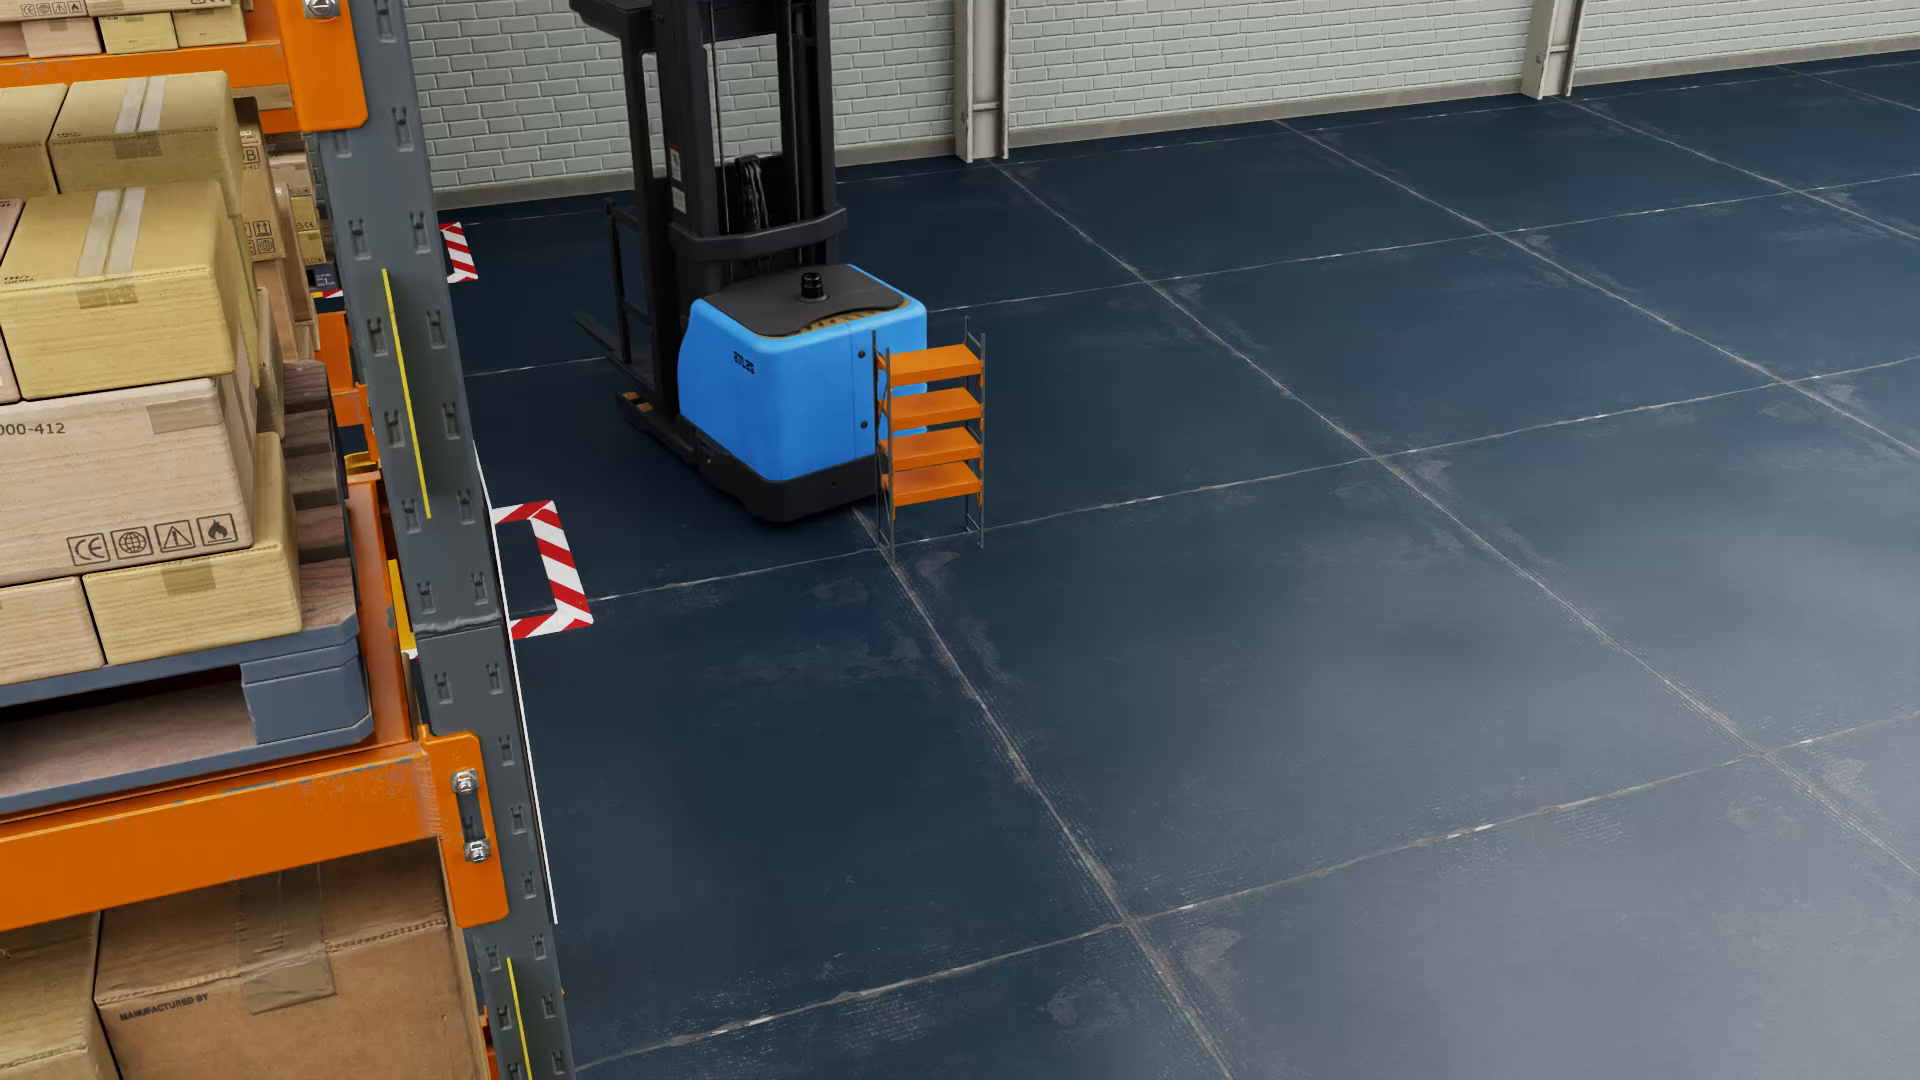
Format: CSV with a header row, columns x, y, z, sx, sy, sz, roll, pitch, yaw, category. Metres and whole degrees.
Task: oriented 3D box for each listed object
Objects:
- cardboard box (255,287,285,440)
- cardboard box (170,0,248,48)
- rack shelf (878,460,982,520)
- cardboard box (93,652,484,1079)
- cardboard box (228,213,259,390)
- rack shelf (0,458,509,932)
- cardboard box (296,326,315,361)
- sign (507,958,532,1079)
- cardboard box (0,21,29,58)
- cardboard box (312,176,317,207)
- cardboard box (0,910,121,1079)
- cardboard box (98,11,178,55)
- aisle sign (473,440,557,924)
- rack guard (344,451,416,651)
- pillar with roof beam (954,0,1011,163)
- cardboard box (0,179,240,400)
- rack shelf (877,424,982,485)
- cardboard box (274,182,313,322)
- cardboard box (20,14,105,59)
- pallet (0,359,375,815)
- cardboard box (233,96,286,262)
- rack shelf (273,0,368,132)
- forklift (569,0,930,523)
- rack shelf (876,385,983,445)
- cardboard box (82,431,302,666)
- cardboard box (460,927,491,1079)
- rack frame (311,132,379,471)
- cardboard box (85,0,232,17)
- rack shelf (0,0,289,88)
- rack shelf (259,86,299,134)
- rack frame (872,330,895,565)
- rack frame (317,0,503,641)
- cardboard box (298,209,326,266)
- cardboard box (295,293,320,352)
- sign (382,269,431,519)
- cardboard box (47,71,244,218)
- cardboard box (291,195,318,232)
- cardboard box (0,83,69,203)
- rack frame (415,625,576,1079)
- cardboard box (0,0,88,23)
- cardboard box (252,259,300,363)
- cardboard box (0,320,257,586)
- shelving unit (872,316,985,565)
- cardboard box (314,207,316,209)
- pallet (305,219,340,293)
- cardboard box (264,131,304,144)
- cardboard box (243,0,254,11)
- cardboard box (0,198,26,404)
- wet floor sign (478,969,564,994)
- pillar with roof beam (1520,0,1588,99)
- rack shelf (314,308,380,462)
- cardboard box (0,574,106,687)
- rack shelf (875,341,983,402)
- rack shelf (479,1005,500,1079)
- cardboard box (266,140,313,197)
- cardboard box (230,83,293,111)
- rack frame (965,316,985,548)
x,y,z,sx,sy,sz,roll,pitch,yaw,category
-1.345,-0.302,2.948,0.250,0.149,0.380,-10,31,-17,cardboard box
-2.969,-2.074,6.584,0.250,0.149,0.380,-10,31,-17,cardboard box
-0.155,-0.262,8.534,0.480,0.148,0.258,-10,31,-18,rack shelf
-1.273,0.720,3.215,0.550,0.550,0.875,-10,31,-18,cardboard box
-1.454,-0.421,2.755,0.500,0.250,0.500,-11,31,-18,cardboard box
-2.786,0.562,2.429,4.000,0.370,1.077,-10,31,-18,rack shelf
-3.008,-0.798,7.375,0.250,0.149,0.380,-9,31,-16,cardboard box
-0.736,0.856,2.809,0.005,0.325,0.100,-10,31,-18,sign
-3.713,-1.973,6.407,0.250,0.149,0.380,-10,31,-17,cardboard box
-4.980,-2.594,12.121,0.500,0.250,0.500,-10,31,-17,cardboard box
-1.756,0.857,2.973,0.550,0.550,0.875,-10,31,-18,cardboard box
-3.191,-2.016,6.482,0.250,0.149,0.380,-10,31,-17,cardboard box
-0.741,0.205,2.734,0.004,0.787,0.394,-10,31,-18,aisle sign
-2.804,0.028,8.196,0.348,0.500,1.175,-10,31,-18,rack guard
1.691,-5.317,8.991,0.400,9.000,9.100,-10,31,-18,pillar with roof beam
-1.109,-0.343,2.215,0.250,0.149,0.380,-10,31,-17,cardboard box
-0.155,-0.434,8.436,0.480,0.148,0.258,-10,31,-18,rack shelf
-3.273,-1.291,7.584,0.500,0.500,0.500,-11,31,-18,cardboard box
-3.452,-1.986,6.429,0.250,0.149,0.380,-9,31,-16,cardboard box
-1.603,0.076,2.646,1.213,0.211,1.003,-10,31,-18,pallet
-3.135,-1.489,6.922,0.500,0.500,0.700,-11,32,-19,cardboard box
-2.786,-0.567,1.786,4.000,0.370,1.077,-10,31,-18,rack shelf
-1.417,-2.045,9.378,1.130,2.935,3.031,-19,35,-30,forklift
-0.155,-0.629,8.325,0.480,0.148,0.258,-10,31,-18,rack shelf
-1.105,0.002,2.414,0.250,0.149,0.380,-11,31,-18,cardboard box
-1.244,1.228,3.413,0.550,0.550,0.875,-10,31,-18,cardboard box
-2.733,-1.071,7.600,0.127,3.000,1.000,-10,31,-18,rack frame
-3.118,-2.225,6.447,0.500,0.250,0.500,-11,31,-18,cardboard box
-4.607,-1.717,6.430,4.000,0.370,1.077,-10,31,-18,rack shelf
-6.341,-2.716,11.213,4.000,0.370,1.077,-10,31,-18,rack shelf
-0.384,-0.451,8.329,0.015,1.200,0.240,-10,31,-18,rack frame
-0.912,-1.399,2.115,0.127,3.000,1.000,-10,31,-18,rack frame
-4.797,-2.134,11.818,0.500,0.250,0.500,-10,31,-17,cardboard box
-3.123,-1.000,7.728,0.250,0.149,0.380,-10,31,-17,cardboard box
-0.736,-0.192,2.212,0.005,0.325,0.100,-10,31,-18,sign
-1.336,-0.649,2.751,0.250,0.149,0.380,-10,31,-17,cardboard box
-4.814,-2.350,11.692,0.500,0.250,0.500,-11,31,-18,cardboard box
-1.571,-0.606,2.676,0.250,0.149,0.380,-10,31,-17,cardboard box
-0.912,1.208,3.600,0.127,3.000,1.000,-10,31,-18,rack frame
-3.595,-2.145,6.306,0.500,0.250,0.500,-11,31,-18,cardboard box
-3.145,-1.023,7.113,0.500,0.500,0.500,-11,31,-19,cardboard box
-1.273,-0.171,2.316,0.500,0.250,0.500,-10,31,-17,cardboard box
-0.155,-0.493,8.403,0.503,1.200,0.258,-10,31,-18,shelving unit
-4.995,-2.367,12.228,0.500,0.250,0.500,-10,31,-17,cardboard box
-5.169,-2.011,12.066,1.213,0.211,1.003,-10,31,-18,pallet
-4.983,-2.801,11.979,0.500,0.250,0.500,-11,31,-18,cardboard box
-3.157,-2.359,7.084,0.250,0.149,0.380,-10,31,-18,cardboard box
-1.344,-0.301,2.141,0.250,0.149,0.380,-10,31,-17,cardboard box
-1.575,1.307,5.804,0.232,0.644,0.267,-16,33,-26,wet floor sign
7.314,-6.352,10.809,0.400,9.000,9.100,-10,31,-18,pillar with roof beam
-4.607,-0.414,7.172,4.000,0.370,1.077,-10,31,-18,rack shelf
-1.342,0.045,2.338,0.250,0.149,0.380,-10,31,-17,cardboard box
-0.155,-0.834,8.208,0.480,0.148,0.258,-10,31,-18,rack shelf
-2.786,1.866,3.172,4.000,0.370,1.077,-10,31,-18,rack shelf
-4.790,-2.572,11.577,0.500,0.250,0.500,-9,31,-16,cardboard box
-4.837,-3.210,11.254,0.500,0.500,0.500,-11,32,-19,cardboard box
0.074,-0.535,8.477,0.015,1.200,0.240,-10,31,-18,rack frame
